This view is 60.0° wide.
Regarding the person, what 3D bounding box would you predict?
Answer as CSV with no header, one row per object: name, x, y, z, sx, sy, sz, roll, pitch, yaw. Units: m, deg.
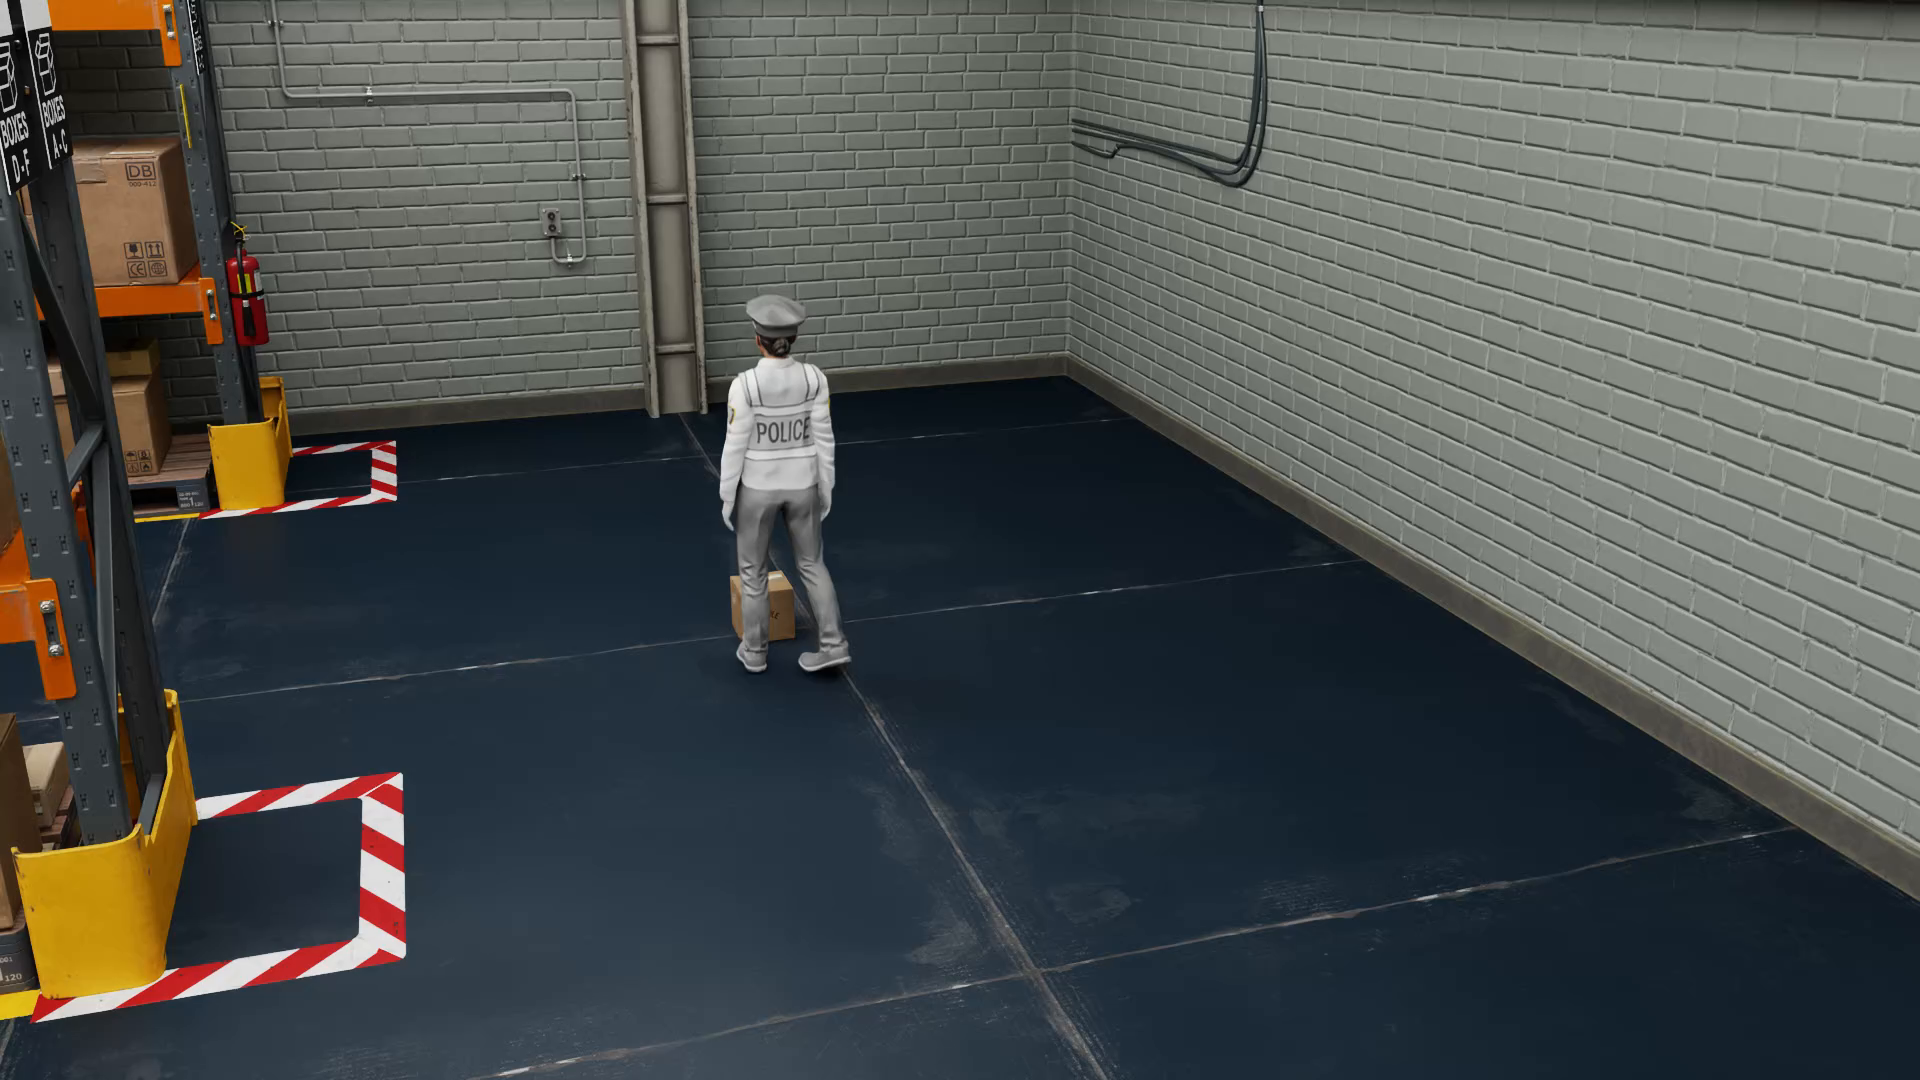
person,-0.800,-0.226,7.163,0.512,1.680,0.482,-8,21,-22
